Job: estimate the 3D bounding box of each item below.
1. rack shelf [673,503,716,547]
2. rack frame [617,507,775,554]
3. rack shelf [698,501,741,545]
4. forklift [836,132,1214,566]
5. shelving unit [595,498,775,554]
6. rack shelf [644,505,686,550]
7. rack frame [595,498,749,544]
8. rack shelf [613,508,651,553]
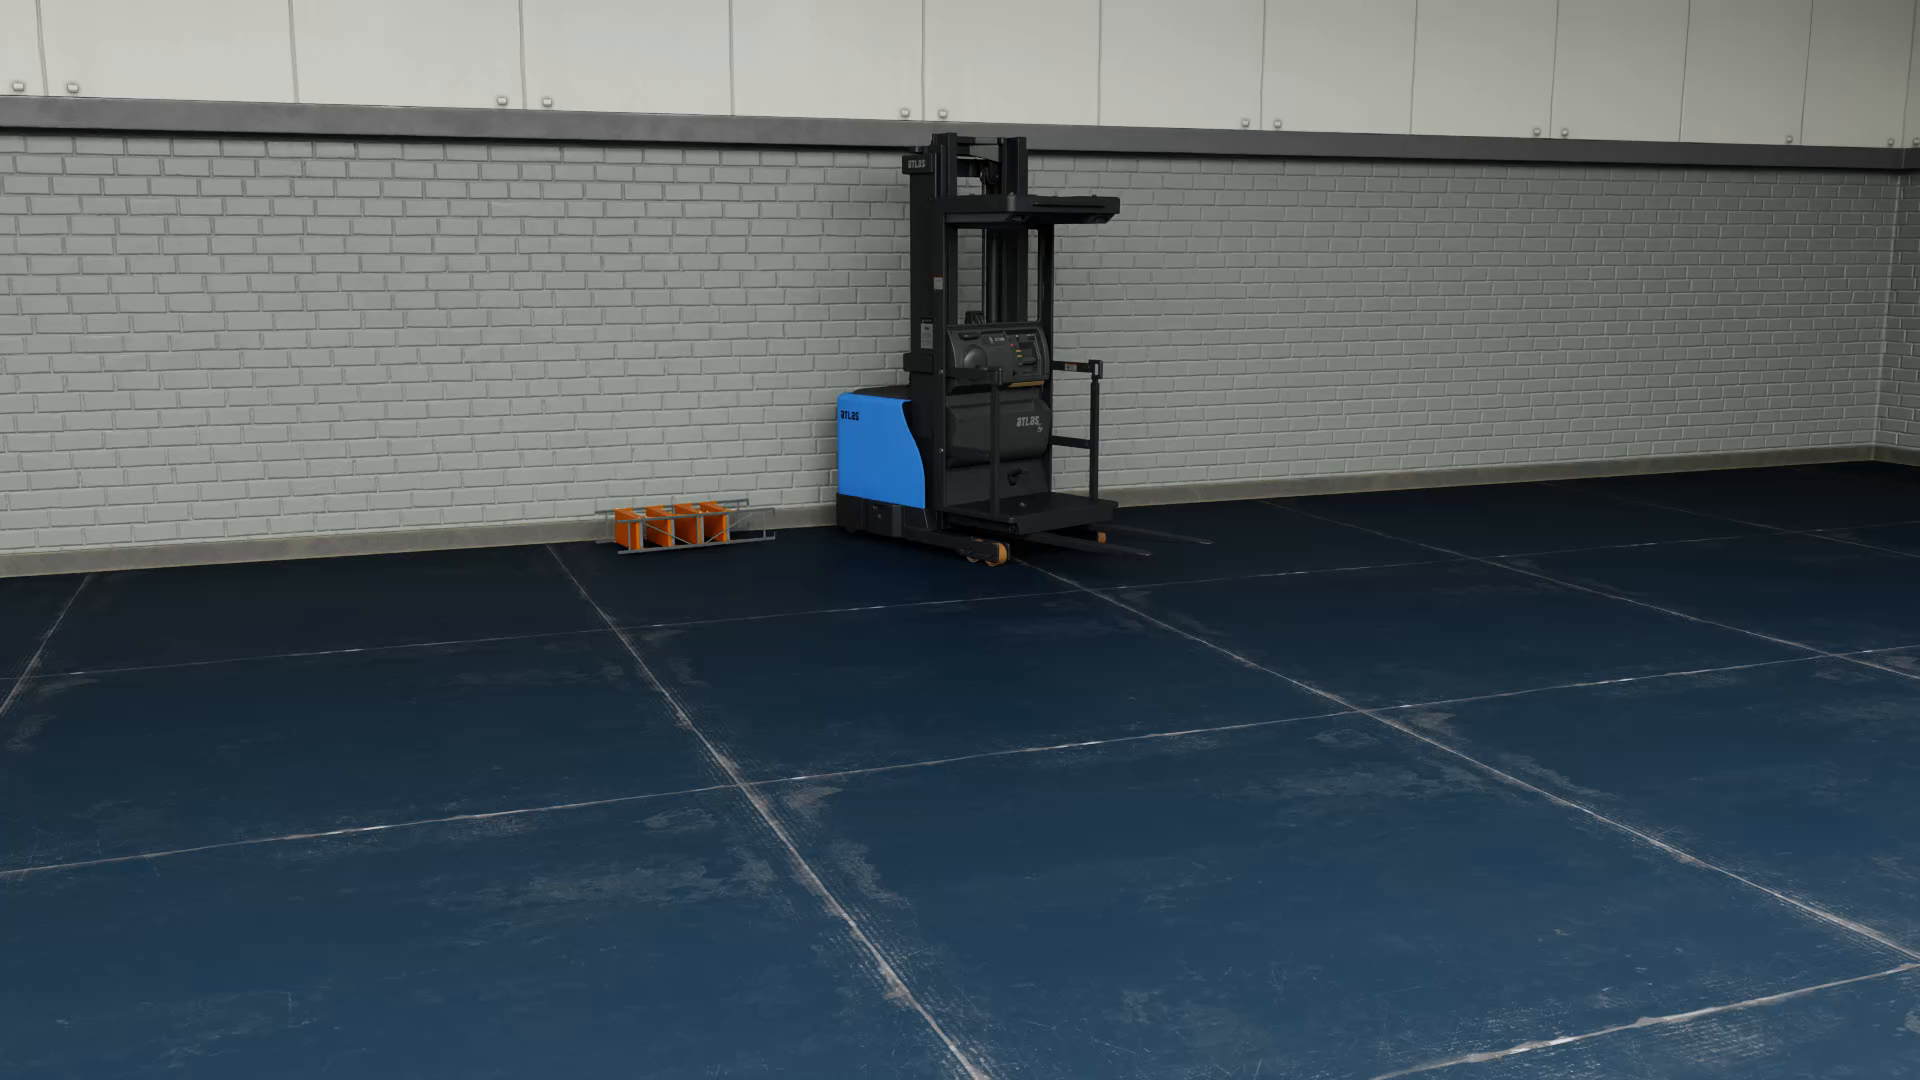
[{"bbox_3d":[-1.952,-0.114,12.221,0.148,0.258,0.480,-6,12,-30],"label":"rack shelf"},{"bbox_3d":[-1.887,-0.071,11.980,1.200,0.240,0.015,-6,12,-30],"label":"rack frame"},{"bbox_3d":[-1.780,-0.132,12.319,0.148,0.258,0.480,-6,12,-30],"label":"rack shelf"},{"bbox_3d":[0.422,-1.362,11.709,1.130,2.935,3.031,-9,14,-42],"label":"forklift"},{"bbox_3d":[-2.010,-0.108,12.188,1.200,0.258,0.503,-6,12,-30],"label":"shelving unit"},{"bbox_3d":[-2.145,-0.094,12.111,0.148,0.258,0.480,-6,12,-30],"label":"rack shelf"},{"bbox_3d":[-2.132,-0.145,12.396,1.200,0.240,0.015,-6,12,-30],"label":"rack frame"},{"bbox_3d":[-2.350,-0.074,11.994,0.148,0.258,0.480,-6,12,-30],"label":"rack shelf"}]
